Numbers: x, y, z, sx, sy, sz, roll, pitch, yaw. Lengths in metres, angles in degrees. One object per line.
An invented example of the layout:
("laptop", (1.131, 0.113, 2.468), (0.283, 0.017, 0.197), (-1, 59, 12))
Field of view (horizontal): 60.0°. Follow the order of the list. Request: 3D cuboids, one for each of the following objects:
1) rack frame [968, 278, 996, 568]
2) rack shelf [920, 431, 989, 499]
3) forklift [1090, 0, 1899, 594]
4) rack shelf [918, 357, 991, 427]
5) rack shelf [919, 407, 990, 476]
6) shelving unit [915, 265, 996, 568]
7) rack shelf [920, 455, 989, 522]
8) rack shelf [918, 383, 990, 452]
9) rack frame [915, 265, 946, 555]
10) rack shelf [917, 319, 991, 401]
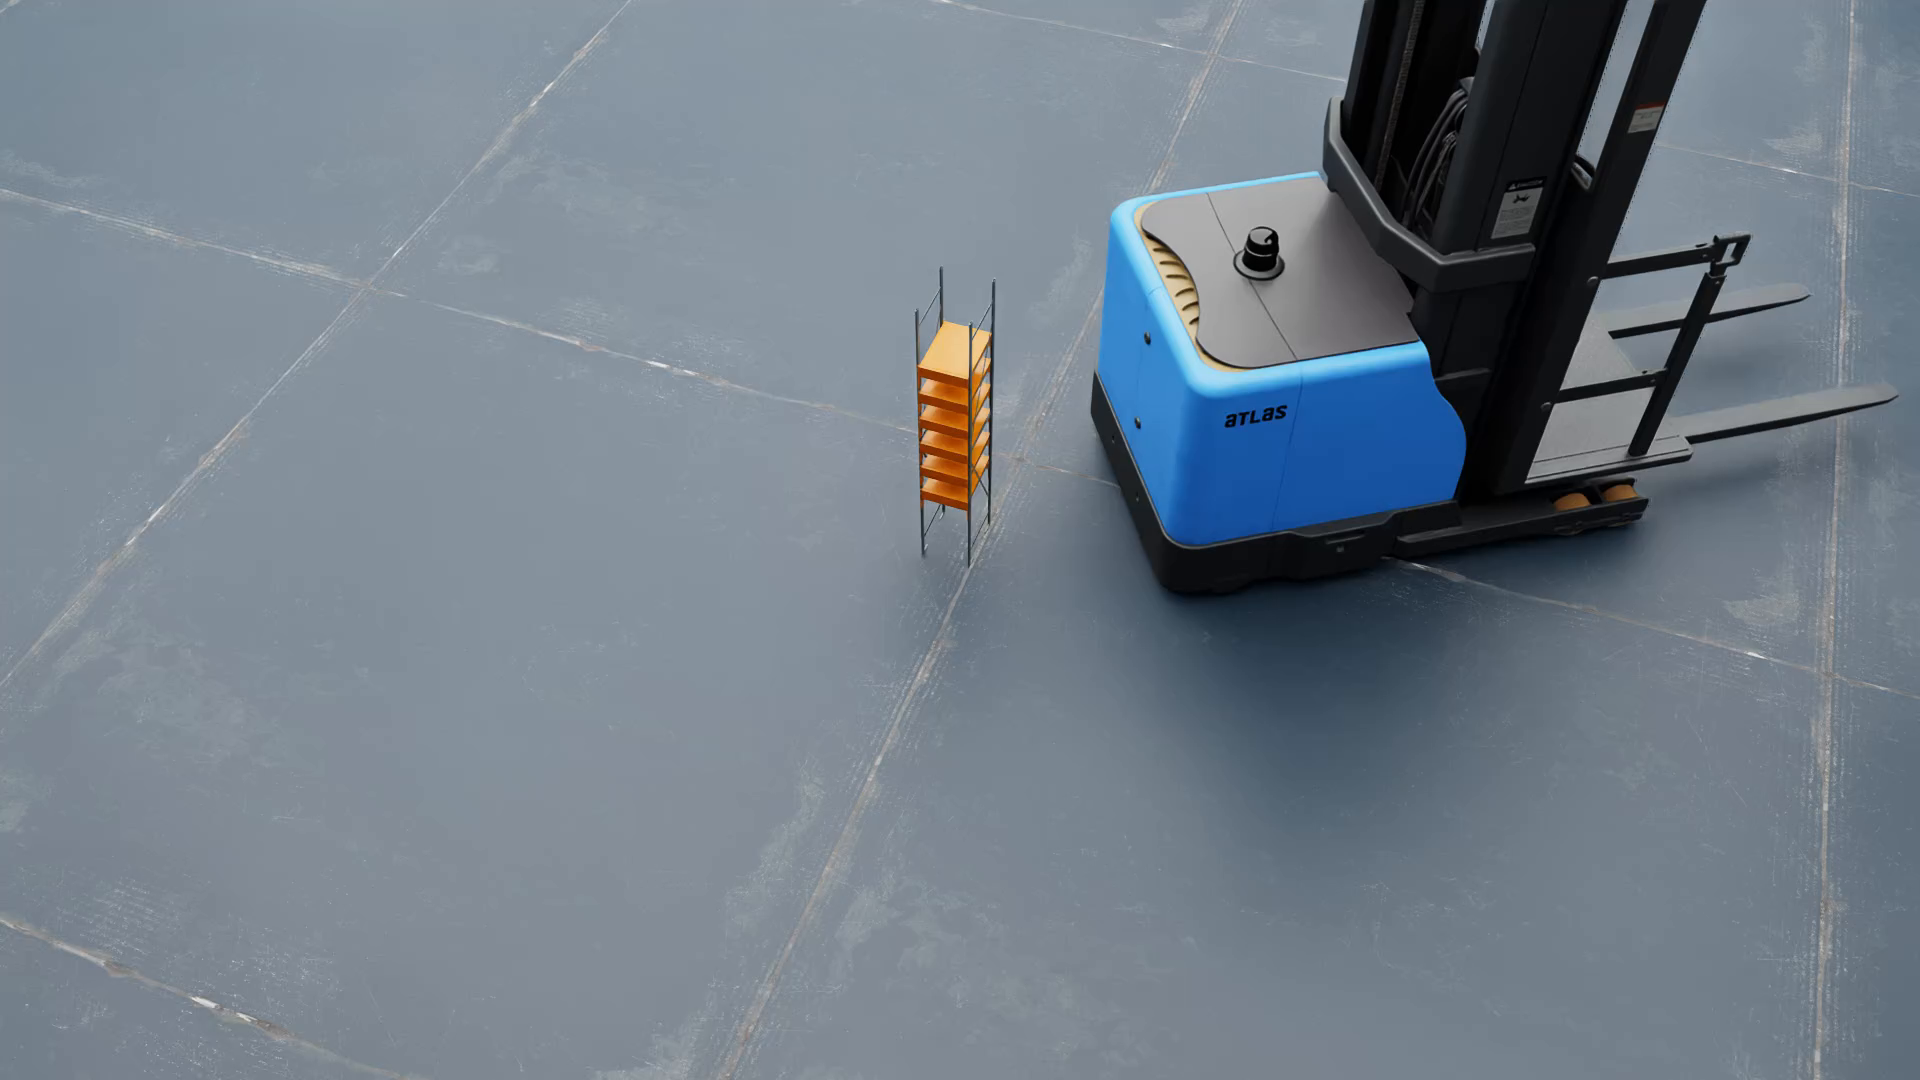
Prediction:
("rack frame", (0.072, -0.373, 5.779), (0.006, 1.200, 0.240), (16, 51, 13))
("rack shelf", (-0.014, -0.289, 5.924), (0.180, 0.103, 0.258), (16, 51, 13))
("forklift", (2.090, -1.358, 5.487), (3.031, 2.935, 1.130), (-10, 50, -9))
("rack shelf", (-0.014, -0.525, 5.652), (0.180, 0.103, 0.258), (16, 51, 13))
("rack shelf", (-0.014, -0.368, 5.833), (0.180, 0.103, 0.258), (16, 51, 13))
("shelving unit", (-0.014, -0.397, 5.800), (0.189, 1.200, 0.258), (16, 51, 13))
("rack shelf", (-0.014, -0.210, 6.015), (0.180, 0.103, 0.258), (16, 51, 13))
("rack shelf", (-0.014, -0.446, 5.743), (0.180, 0.103, 0.258), (16, 51, 13))
("rack frame", (-0.099, -0.421, 5.821), (0.006, 1.200, 0.240), (16, 51, 13))
("rack shelf", (-0.014, -0.603, 5.561), (0.180, 0.103, 0.258), (16, 51, 13))
